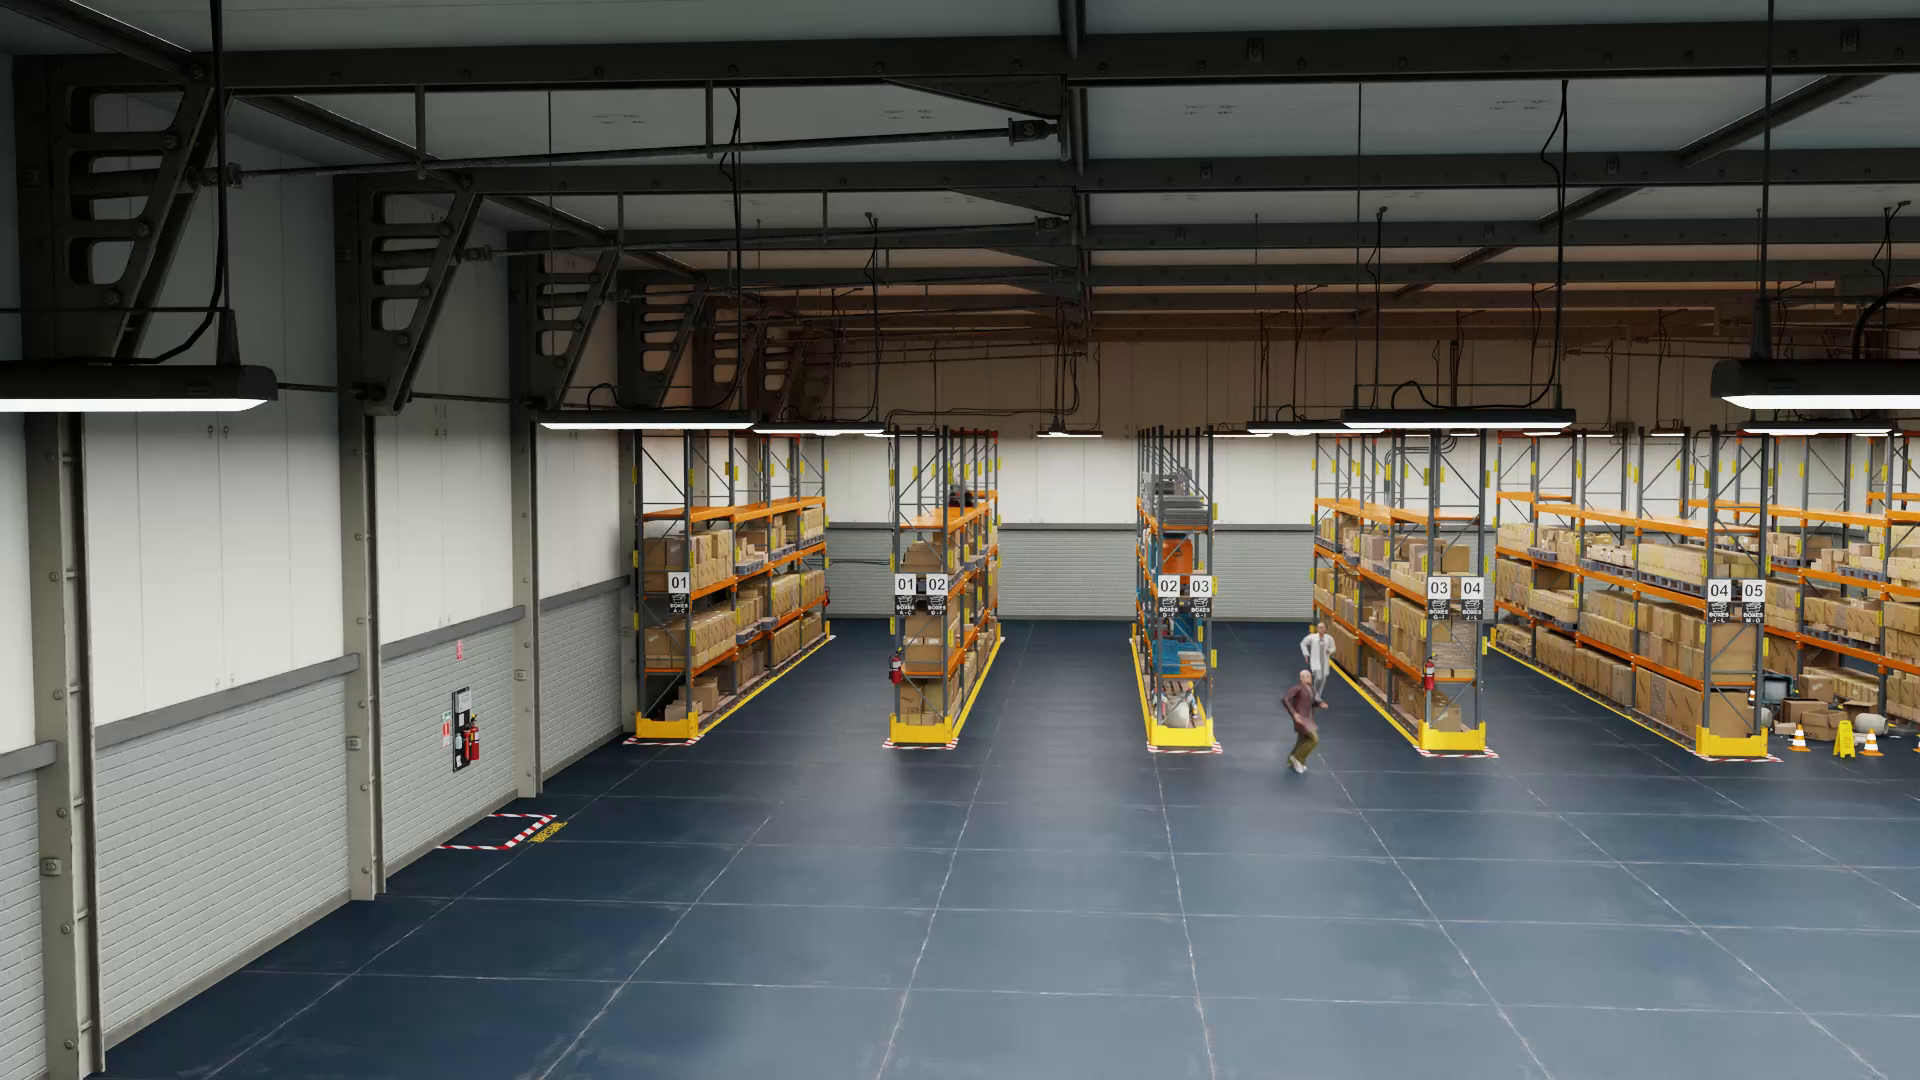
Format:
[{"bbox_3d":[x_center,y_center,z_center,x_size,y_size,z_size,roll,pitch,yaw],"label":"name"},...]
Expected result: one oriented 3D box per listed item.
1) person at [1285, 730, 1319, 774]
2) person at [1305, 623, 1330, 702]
[{"bbox_3d":[5.911,3.495,28.665,0.621,1.037,0.391,2,4,34],"label":"person"},{"bbox_3d":[7.802,2.671,36.003,0.663,1.745,0.669,0,3,-7],"label":"person"}]
